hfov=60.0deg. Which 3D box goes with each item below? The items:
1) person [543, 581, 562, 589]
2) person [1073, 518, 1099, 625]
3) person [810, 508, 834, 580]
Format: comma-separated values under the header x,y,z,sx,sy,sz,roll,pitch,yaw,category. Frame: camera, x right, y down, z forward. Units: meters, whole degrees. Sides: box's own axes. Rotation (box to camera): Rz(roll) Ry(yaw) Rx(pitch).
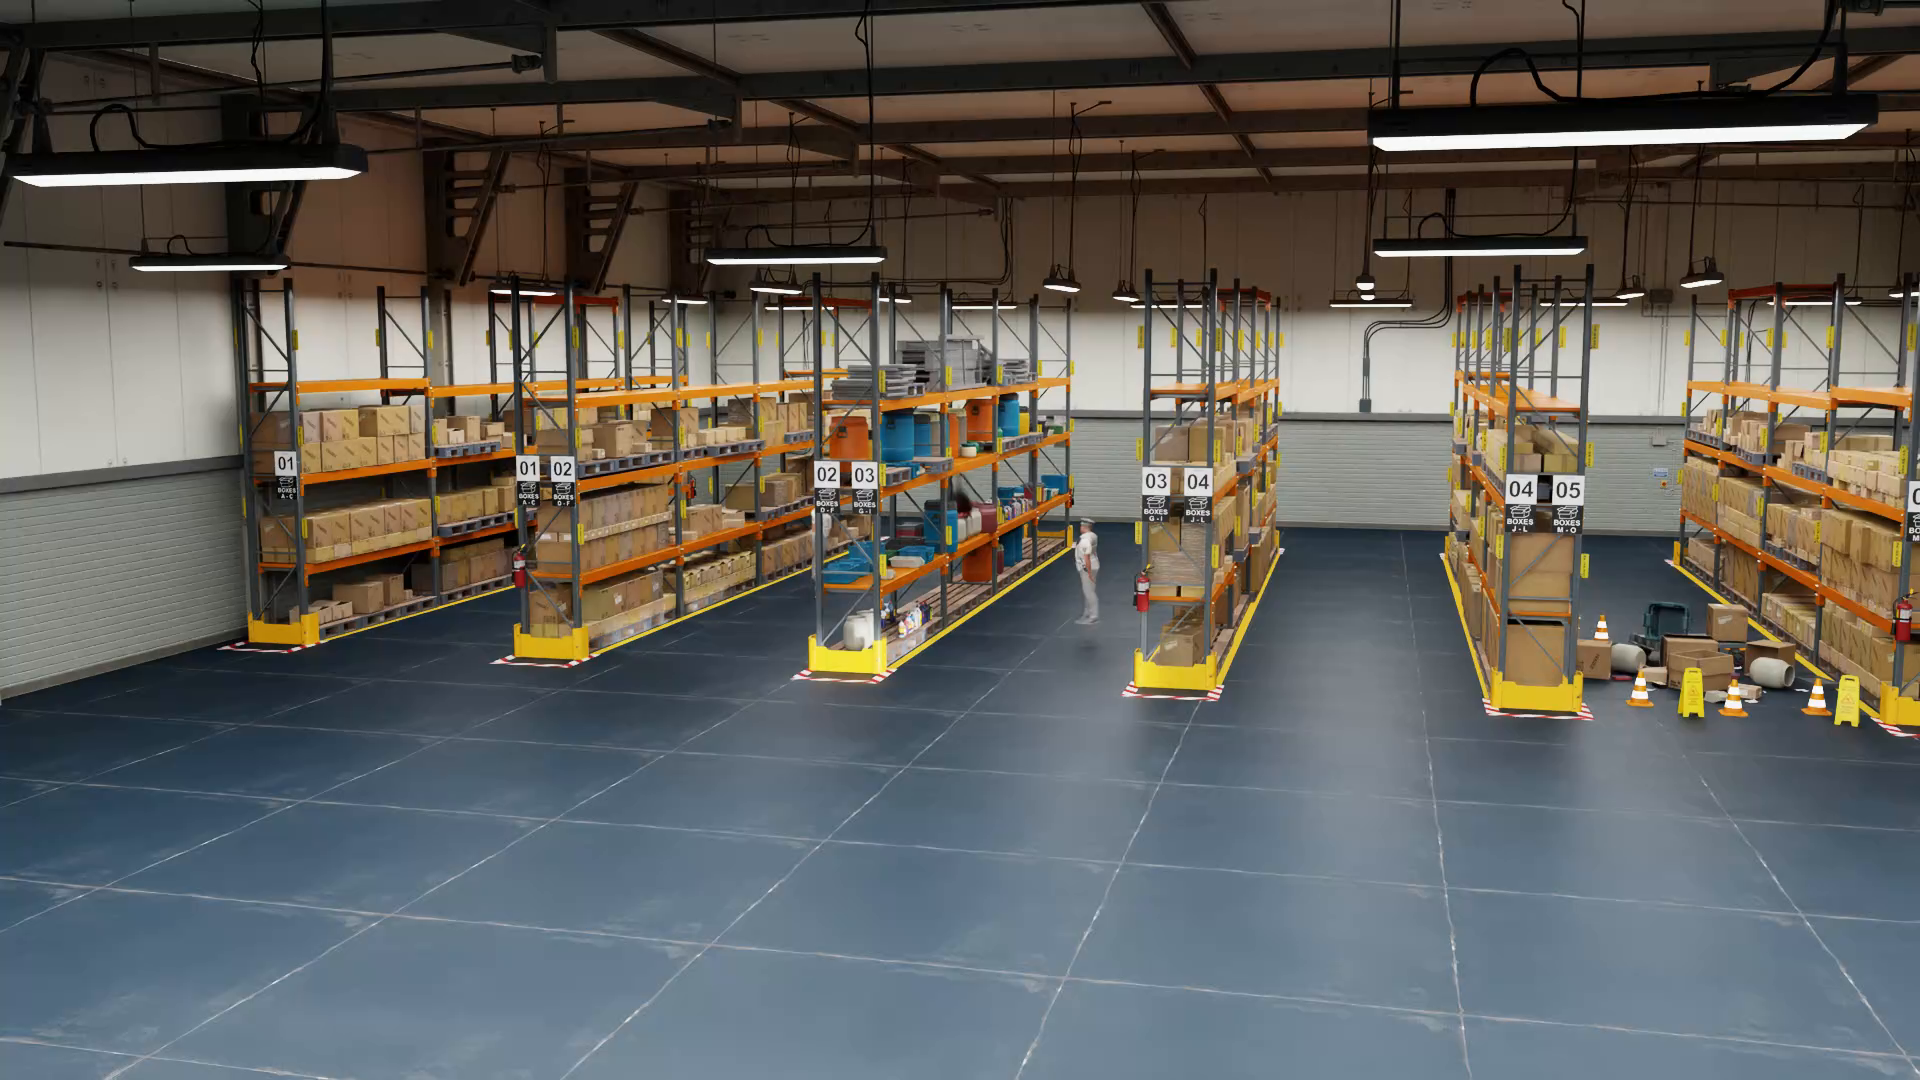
x,y,z,sx,sy,sz,roll,pitch,yaw,category
-7.189,0.600,29.515,0.571,1.759,0.608,5,9,38,person
2.111,0.534,27.717,0.439,1.808,0.673,1,7,7,person
-2.712,-0.031,32.895,0.428,1.719,0.491,1,7,12,person
